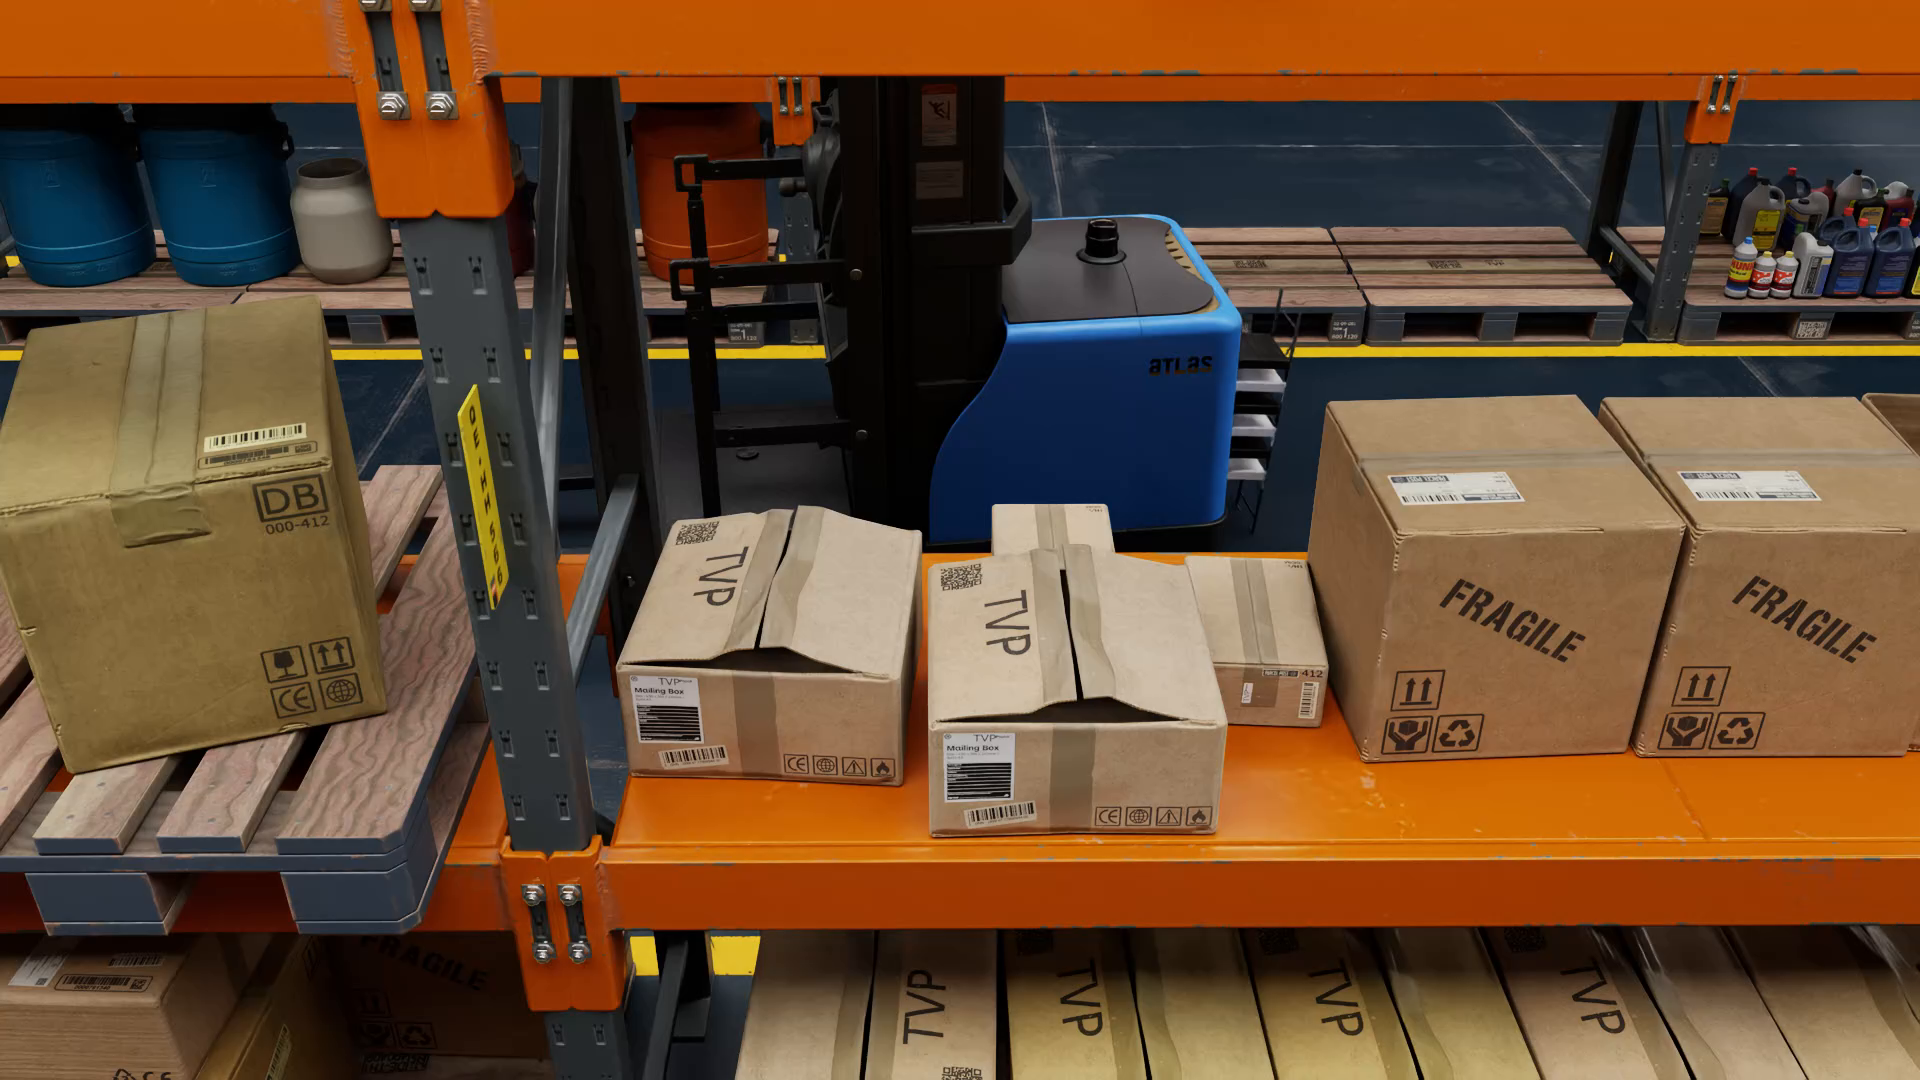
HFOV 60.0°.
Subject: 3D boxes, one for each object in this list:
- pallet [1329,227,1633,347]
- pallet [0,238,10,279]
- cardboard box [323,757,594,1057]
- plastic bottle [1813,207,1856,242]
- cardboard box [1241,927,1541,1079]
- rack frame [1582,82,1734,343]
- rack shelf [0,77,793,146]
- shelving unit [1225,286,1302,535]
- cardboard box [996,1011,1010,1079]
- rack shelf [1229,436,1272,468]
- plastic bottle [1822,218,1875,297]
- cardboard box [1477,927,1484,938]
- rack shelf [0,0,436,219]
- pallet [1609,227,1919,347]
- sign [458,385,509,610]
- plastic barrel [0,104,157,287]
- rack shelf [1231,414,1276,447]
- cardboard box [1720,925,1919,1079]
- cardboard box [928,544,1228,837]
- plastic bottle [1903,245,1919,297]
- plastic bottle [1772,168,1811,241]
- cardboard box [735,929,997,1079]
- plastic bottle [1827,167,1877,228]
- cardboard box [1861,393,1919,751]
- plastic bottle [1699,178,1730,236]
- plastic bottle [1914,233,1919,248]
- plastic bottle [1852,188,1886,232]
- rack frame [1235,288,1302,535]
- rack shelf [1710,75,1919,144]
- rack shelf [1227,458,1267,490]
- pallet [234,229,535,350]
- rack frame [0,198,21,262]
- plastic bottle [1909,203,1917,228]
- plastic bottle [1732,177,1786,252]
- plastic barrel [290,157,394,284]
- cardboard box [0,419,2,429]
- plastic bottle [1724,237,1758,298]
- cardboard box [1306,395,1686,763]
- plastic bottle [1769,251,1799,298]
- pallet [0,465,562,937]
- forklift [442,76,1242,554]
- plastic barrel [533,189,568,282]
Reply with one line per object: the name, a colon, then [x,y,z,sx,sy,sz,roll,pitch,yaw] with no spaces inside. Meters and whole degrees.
pallet: [2.486,-1.247,8.102,1.213,0.211,1.003,0,31,0]
pallet: [-5.464,-1.222,8.061,1.213,0.211,1.003,0,31,0]
cardboard box: [-1.160,0.854,3.937,0.500,0.500,0.500,1,31,2]
plastic bottle: [4.080,-1.380,7.762,0.185,0.351,0.144,0,31,0]
cardboard box: [0.858,1.020,3.382,0.500,0.311,0.500,-1,31,-2]
rack frame: [3.271,-2.462,7.416,0.127,3.000,1.000,0,31,0]
rack shelf: [-2.729,-2.136,7.572,4.000,0.370,1.077,0,31,0]
shelving unit: [1.036,-0.468,6.137,0.210,0.900,0.258,1,31,-10]
cardboard box: [0.325,1.265,3.520,0.500,0.250,0.500,-1,31,-2]
rack shelf: [1.024,-0.362,6.200,0.200,0.077,0.258,1,31,-10]
plastic bottle: [4.080,-1.305,7.639,0.185,0.351,0.144,1,31,1]
cardboard box: [1.345,0.741,3.842,0.500,0.311,0.500,1,31,1]
rack shelf: [-2.703,-0.849,2.559,4.000,0.370,1.077,0,31,0]
pallet: [3.943,-1.250,8.107,1.213,0.211,1.003,0,31,0]
sign: [-0.690,-0.060,2.417,0.005,0.325,0.100,0,31,0]
plastic barrel: [-4.185,-1.712,7.798,0.708,0.901,0.600,0,31,0]
rack shelf: [1.032,-0.439,6.154,0.200,0.077,0.258,1,31,-10]
cardboard box: [1.874,1.019,3.384,0.500,0.311,0.500,0,31,0]
cardboard box: [0.193,0.256,3.023,0.500,0.311,0.500,-1,31,-1]
plastic bottle: [4.435,-1.256,7.622,0.133,0.283,0.061,1,31,2]
plastic bottle: [4.105,-1.670,8.240,0.185,0.351,0.144,-2,31,-3]
cardboard box: [-0.177,1.027,3.371,0.500,0.311,0.500,1,31,1]
plastic bottle: [4.428,-1.671,8.242,0.185,0.351,0.144,0,31,-1]
cardboard box: [2.002,0.060,3.163,0.500,0.500,0.500,2,31,3]
plastic bottle: [3.750,-1.661,8.291,0.133,0.283,0.061,1,31,2]
plastic bottle: [4.416,-1.291,7.693,0.097,0.271,0.097,0,31,0]
plastic bottle: [4.454,-1.589,8.171,0.133,0.283,0.061,0,31,0]
rack frame: [1.136,-0.466,6.154,0.006,0.900,0.240,1,31,-10]
rack shelf: [5.271,-2.161,7.613,4.000,0.370,1.077,0,31,0]
rack shelf: [1.015,-0.285,6.245,0.200,0.077,0.258,1,31,-10]
pallet: [-2.734,-1.231,8.075,1.213,0.211,1.003,0,31,0]
rack frame: [-4.729,-2.437,7.375,0.127,3.000,1.000,0,31,0]
plastic bottle: [4.708,-1.620,8.302,0.097,0.201,0.097,0,31,0]
plastic bottle: [3.914,-1.594,8.116,0.185,0.351,0.144,0,31,0]
plastic barrel: [-2.912,-1.503,7.830,0.421,0.512,0.421,0,31,0]
cardboard box: [-2.248,-0.138,3.085,0.500,0.500,0.700,6,32,9]
plastic bottle: [3.592,-1.257,7.637,0.097,0.271,0.097,0,31,0]
cardboard box: [0.975,0.063,3.157,0.500,0.500,0.500,-2,31,-3]
plastic bottle: [3.795,-1.228,7.656,0.097,0.201,0.097,0,31,0]
pallet: [-1.380,0.240,3.147,1.003,0.211,1.213,0,31,0]
forklift: [-0.620,-1.210,5.419,3.031,2.935,1.130,-4,31,-7]
plastic barrel: [-1.782,-1.507,7.835,0.421,0.512,0.421,0,31,0]
